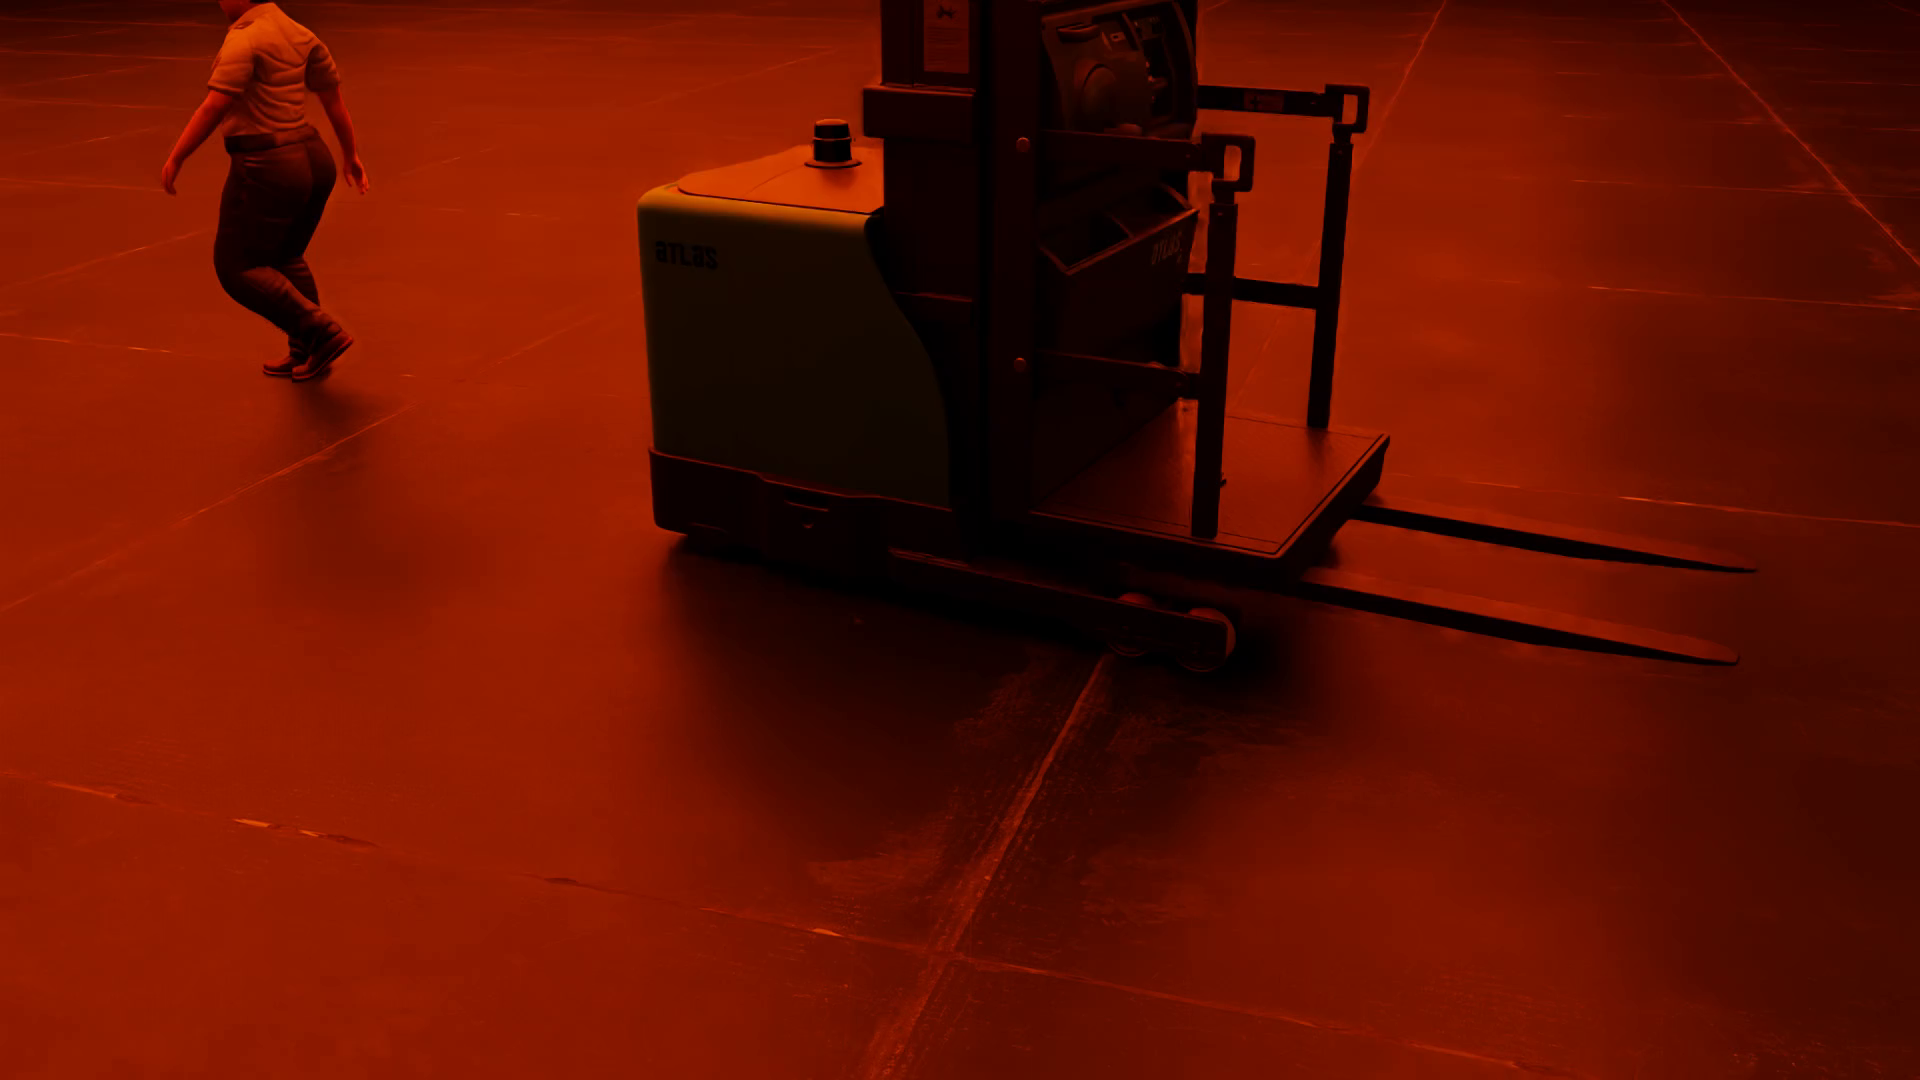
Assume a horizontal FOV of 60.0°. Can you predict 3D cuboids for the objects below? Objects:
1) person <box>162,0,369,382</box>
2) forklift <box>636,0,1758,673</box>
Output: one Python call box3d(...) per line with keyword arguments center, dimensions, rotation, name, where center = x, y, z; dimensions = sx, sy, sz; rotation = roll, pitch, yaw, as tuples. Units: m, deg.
box3d(center=(-2.592, -1.388, 6.357), dimensions=(0.557, 1.633, 0.719), rotation=(4, 23, 9), name="person")
box3d(center=(0.611, -1.244, 4.294), dimensions=(3.031, 2.935, 1.130), rotation=(11, 25, 26), name="forklift")
